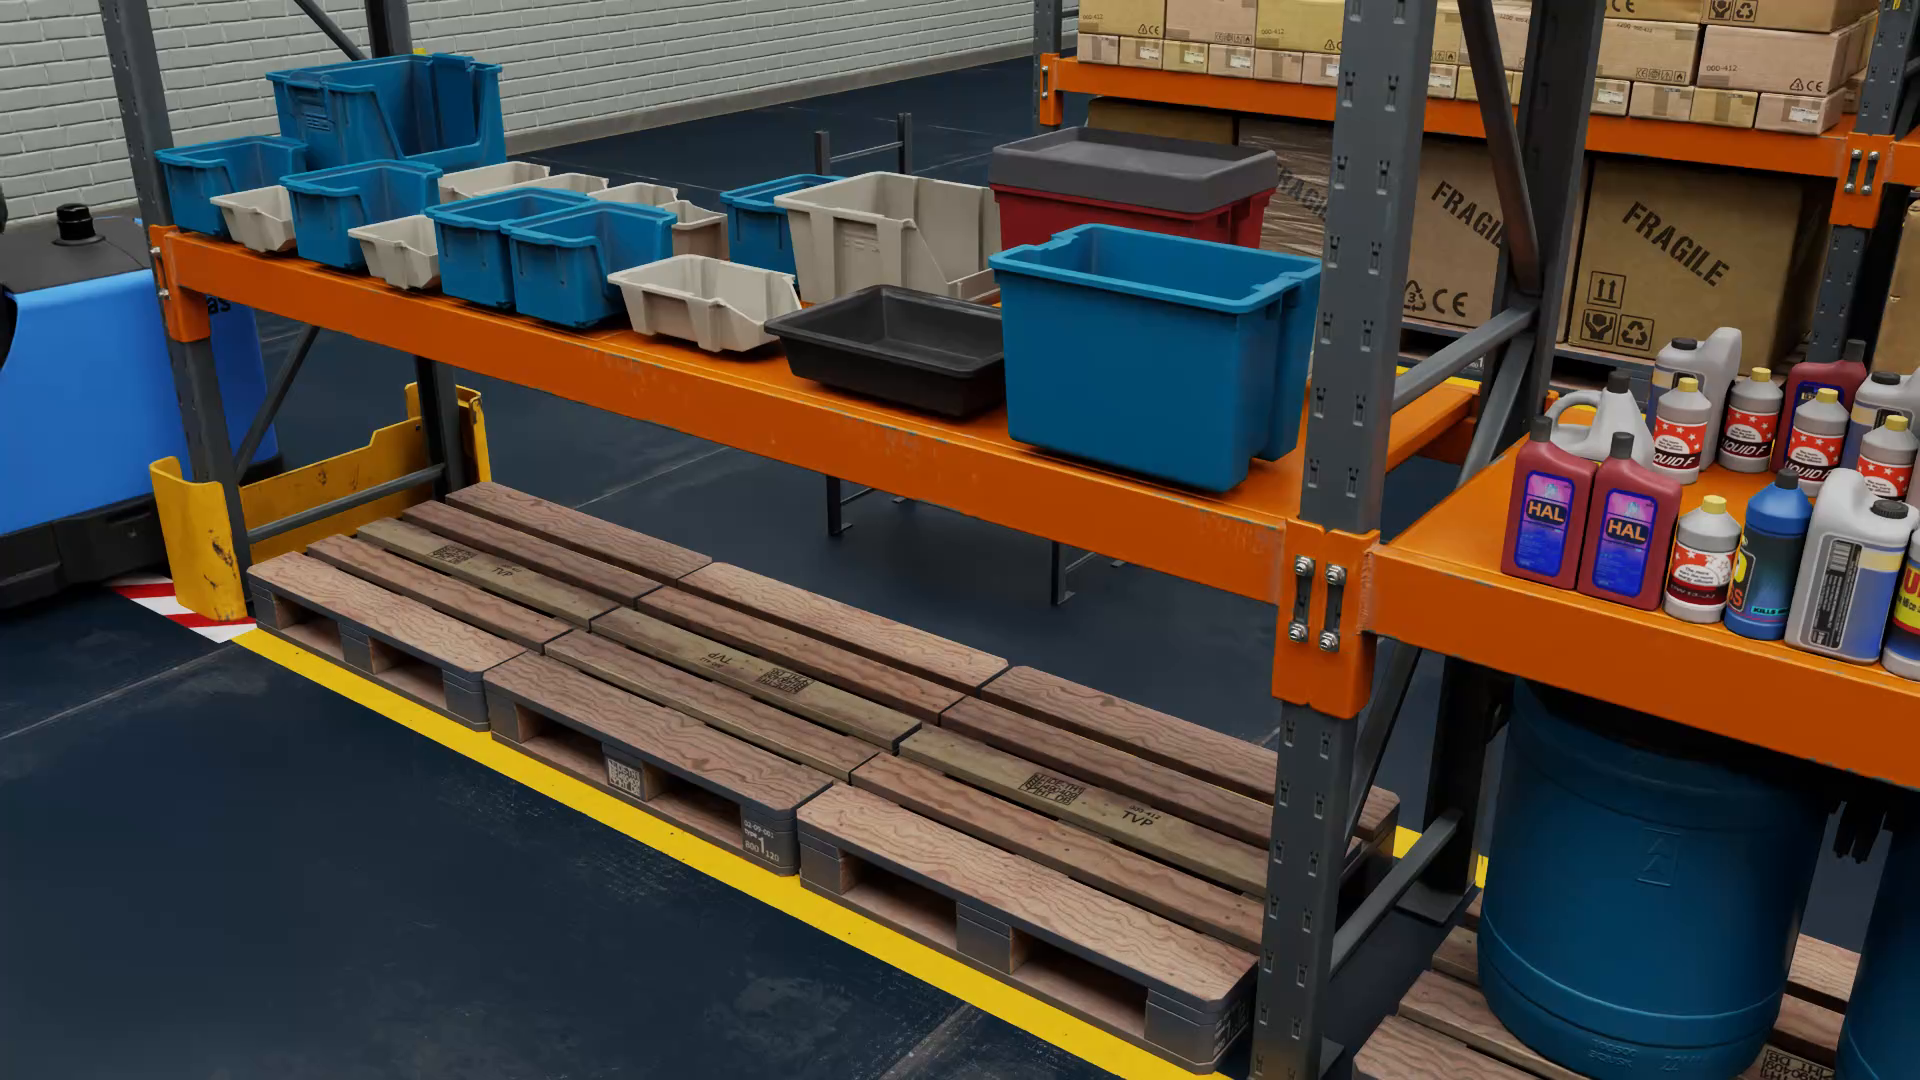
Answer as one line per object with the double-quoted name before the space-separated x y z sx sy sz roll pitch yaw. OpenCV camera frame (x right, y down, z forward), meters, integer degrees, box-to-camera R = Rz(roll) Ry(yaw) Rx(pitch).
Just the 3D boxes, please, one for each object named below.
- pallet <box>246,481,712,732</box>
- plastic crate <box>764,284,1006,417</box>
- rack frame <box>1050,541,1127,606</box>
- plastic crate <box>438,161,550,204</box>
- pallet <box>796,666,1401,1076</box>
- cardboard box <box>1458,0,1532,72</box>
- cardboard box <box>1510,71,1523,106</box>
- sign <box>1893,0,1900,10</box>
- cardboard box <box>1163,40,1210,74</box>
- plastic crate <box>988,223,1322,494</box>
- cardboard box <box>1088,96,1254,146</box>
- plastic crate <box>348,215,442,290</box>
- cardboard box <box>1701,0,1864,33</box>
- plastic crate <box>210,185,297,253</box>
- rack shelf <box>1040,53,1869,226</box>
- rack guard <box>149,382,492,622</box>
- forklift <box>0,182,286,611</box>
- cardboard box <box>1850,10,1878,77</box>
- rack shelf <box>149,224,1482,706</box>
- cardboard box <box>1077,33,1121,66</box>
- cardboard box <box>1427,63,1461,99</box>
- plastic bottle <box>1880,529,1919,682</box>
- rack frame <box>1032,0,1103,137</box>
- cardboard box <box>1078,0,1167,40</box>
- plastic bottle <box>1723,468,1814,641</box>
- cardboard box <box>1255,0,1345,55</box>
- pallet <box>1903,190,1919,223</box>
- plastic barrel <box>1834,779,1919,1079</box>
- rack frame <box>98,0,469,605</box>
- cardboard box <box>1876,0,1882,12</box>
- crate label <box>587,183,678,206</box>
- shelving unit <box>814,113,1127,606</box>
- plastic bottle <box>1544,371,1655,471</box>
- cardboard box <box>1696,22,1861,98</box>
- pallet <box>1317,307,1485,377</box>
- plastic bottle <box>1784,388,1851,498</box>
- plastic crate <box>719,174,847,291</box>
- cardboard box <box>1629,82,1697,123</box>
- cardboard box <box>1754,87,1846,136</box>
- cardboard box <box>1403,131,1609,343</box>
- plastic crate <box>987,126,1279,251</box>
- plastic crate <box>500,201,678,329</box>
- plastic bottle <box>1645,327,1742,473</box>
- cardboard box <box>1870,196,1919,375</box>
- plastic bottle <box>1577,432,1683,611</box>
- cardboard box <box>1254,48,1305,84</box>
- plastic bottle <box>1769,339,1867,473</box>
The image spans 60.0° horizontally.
"pallet" -1.597 0.176 5.589 1.213 0.211 1.003 17 29 33
"plastic crate" -0.090 -0.430 3.773 0.590 0.125 0.437 17 29 33
"rack frame" 0.475 -0.543 5.622 0.032 1.500 0.500 17 29 33
"plastic crate" -1.472 -1.080 5.234 0.243 0.136 0.396 17 29 33
"pallet" 0.355 0.766 4.250 1.213 0.211 1.003 17 29 33
"cardboard box" 2.603 -2.280 7.522 0.500 0.250 0.500 18 29 34
"cardboard box" 2.673 -2.045 7.482 0.250 0.149 0.380 17 29 34
"sign" 3.606 -2.196 6.342 0.005 0.325 0.100 17 29 33
"cardboard box" 1.234 -2.479 8.469 0.250 0.149 0.380 16 28 32
"plastic crate" 0.389 -0.368 3.310 0.575 0.384 0.392 17 29 33
"cardboard box" 1.297 -2.001 9.186 0.875 0.875 0.875 17 29 33
"plastic crate" -1.484 -0.785 4.563 0.298 0.136 0.250 17 29 33
"cardboard box" 3.409 -2.378 6.815 0.500 0.500 0.500 18 29 35
"plastic crate" -2.026 -0.949 4.936 0.298 0.136 0.250 17 29 33
"rack shelf" 2.337 -2.097 8.182 4.000 0.370 1.077 17 29 33
"rack guard" -2.261 -0.170 6.015 0.348 0.500 1.175 17 29 33
"forklift" -3.889 -1.063 5.027 1.130 2.935 3.031 20 31 38
"cardboard box" 3.719 -2.208 7.359 0.500 0.250 0.500 16 29 32
"rack shelf" -0.633 -0.499 4.555 4.000 0.370 1.077 17 29 33
"cardboard box" 0.823 -2.603 8.749 0.250 0.149 0.380 17 29 34
"cardboard box" 2.266 -2.168 7.763 0.250 0.149 0.380 17 29 34
"plastic bottle" 1.478 0.074 2.521 0.097 0.271 0.097 0 24 0
"rack frame" 0.737 -2.910 9.135 0.127 3.000 1.000 17 29 33
"cardboard box" 0.959 -2.774 8.644 0.500 0.250 0.500 16 28 32
"plastic bottle" 1.293 0.018 2.648 0.097 0.271 0.097 0 24 0
"cardboard box" 1.779 -2.528 8.085 0.500 0.250 0.500 16 28 32
"pallet" 6.435 -2.394 11.421 1.213 0.211 1.003 17 29 33
"plastic barrel" 1.959 0.732 2.951 0.708 0.901 0.600 17 29 33
"rack frame" -2.234 -1.312 5.508 0.127 3.000 1.000 17 29 33
"cardboard box" 6.010 -3.593 10.996 0.250 0.149 0.380 16 28 32
"crate label" -1.012 -0.946 4.929 0.243 0.136 0.396 17 29 33
"shelving unit" 0.068 -0.666 5.901 1.048 1.500 0.538 17 29 33
"plastic bottle" 1.087 -0.123 2.870 0.185 0.351 0.144 17 29 33
"cardboard box" 3.427 -2.032 6.960 0.500 0.250 0.500 16 29 32
"pallet" 2.396 -1.171 8.645 1.213 0.211 1.003 17 29 33
"plastic bottle" 1.656 -0.192 3.212 0.097 0.201 0.097 0 24 0
"plastic crate" -0.436 -0.849 4.590 0.300 0.233 0.416 17 29 33
"cardboard box" 3.086 -1.920 7.200 0.250 0.149 0.380 16 29 32
"cardboard box" 3.497 -1.796 6.917 0.250 0.149 0.380 17 29 34
"cardboard box" 2.737 -1.566 8.198 0.875 0.875 0.875 17 29 33
"plastic crate" 0.403 -0.698 3.961 0.583 0.464 0.402 17 29 33
"plastic crate" -0.940 -0.706 4.265 0.300 0.233 0.416 17 29 33
"plastic bottle" 1.476 -0.297 3.358 0.135 0.276 0.152 17 29 33
"cardboard box" 4.462 -1.014 6.946 0.875 0.875 1.225 17 29 33
"plastic bottle" 1.111 -0.033 2.749 0.133 0.283 0.061 17 29 33
"cardboard box" 1.646 -2.355 8.186 0.250 0.149 0.380 16 28 32
"plastic bottle" 1.689 -0.259 3.263 0.133 0.283 0.061 17 29 33
